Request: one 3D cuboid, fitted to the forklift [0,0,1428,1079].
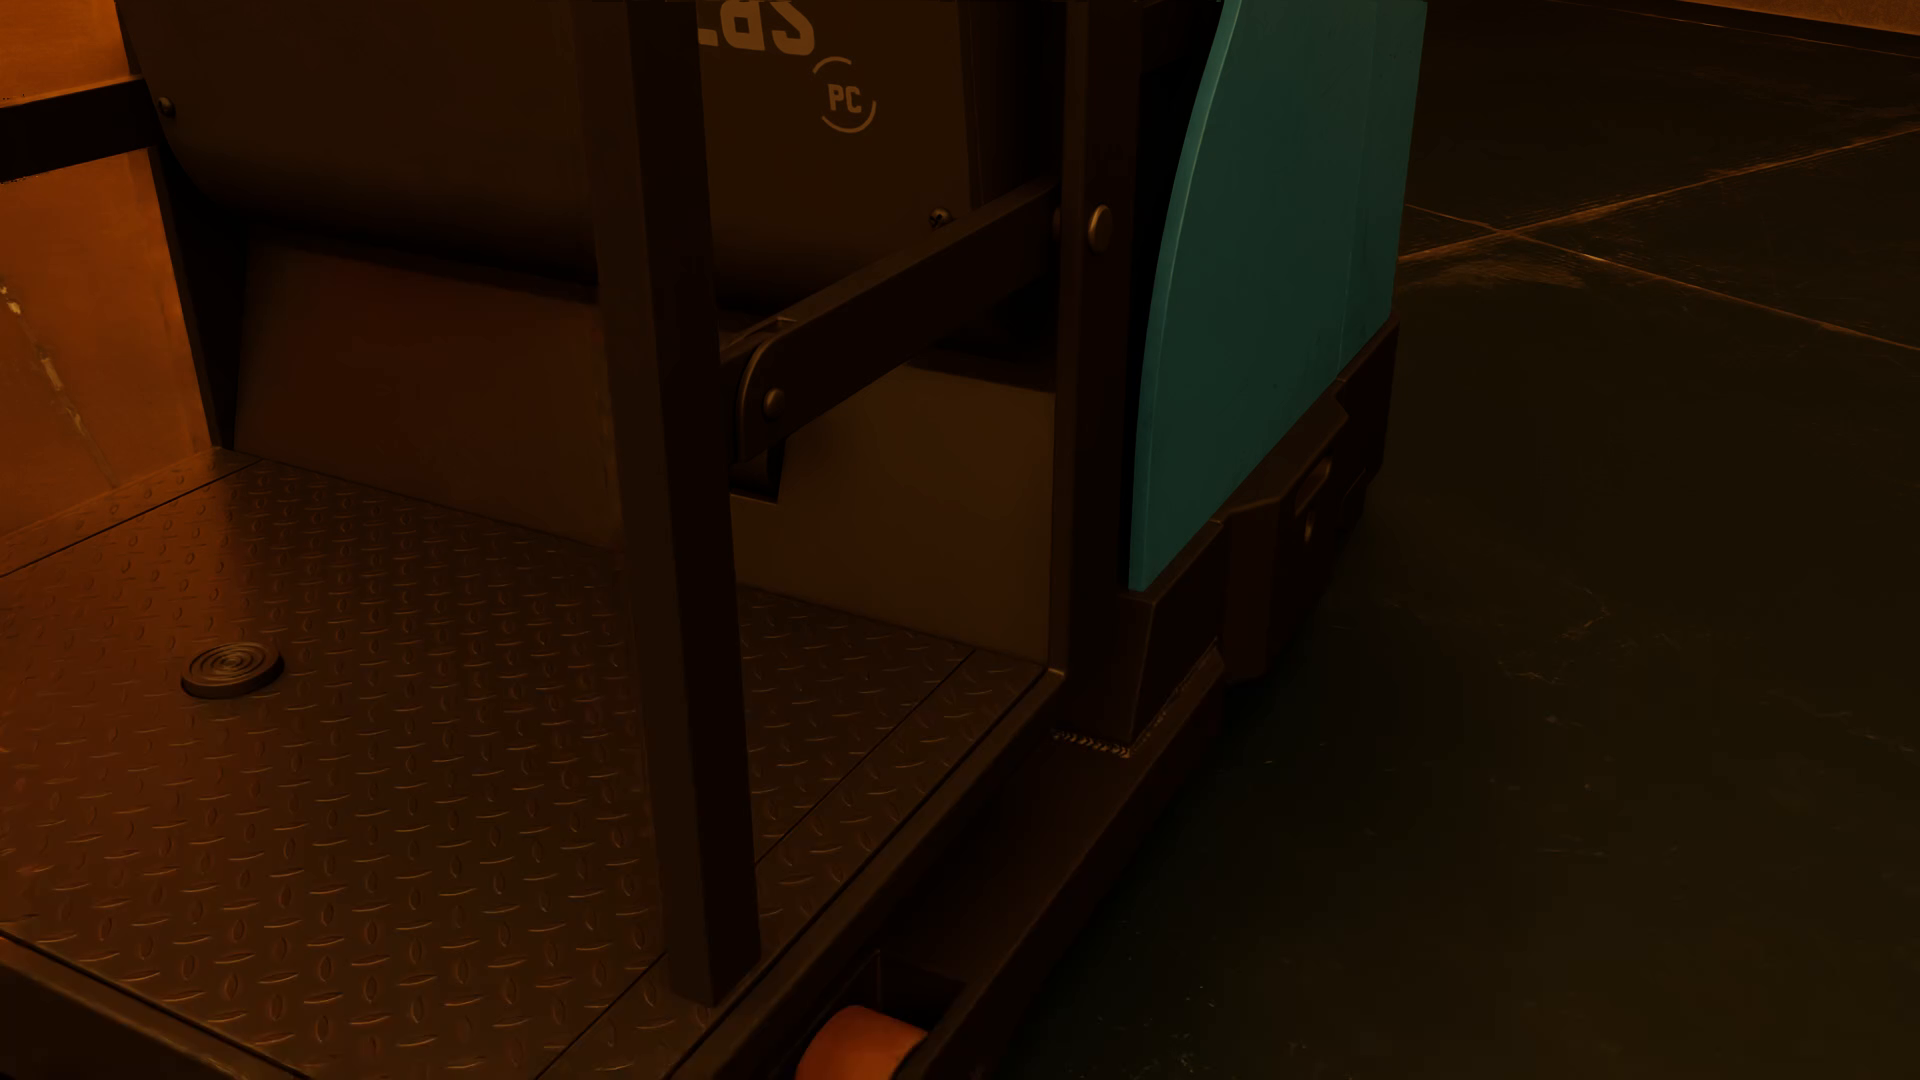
[{"bbox_3d":[-0.478,-0.904,1.034,1.130,2.935,3.031,13,30,25],"label":"forklift"}]
